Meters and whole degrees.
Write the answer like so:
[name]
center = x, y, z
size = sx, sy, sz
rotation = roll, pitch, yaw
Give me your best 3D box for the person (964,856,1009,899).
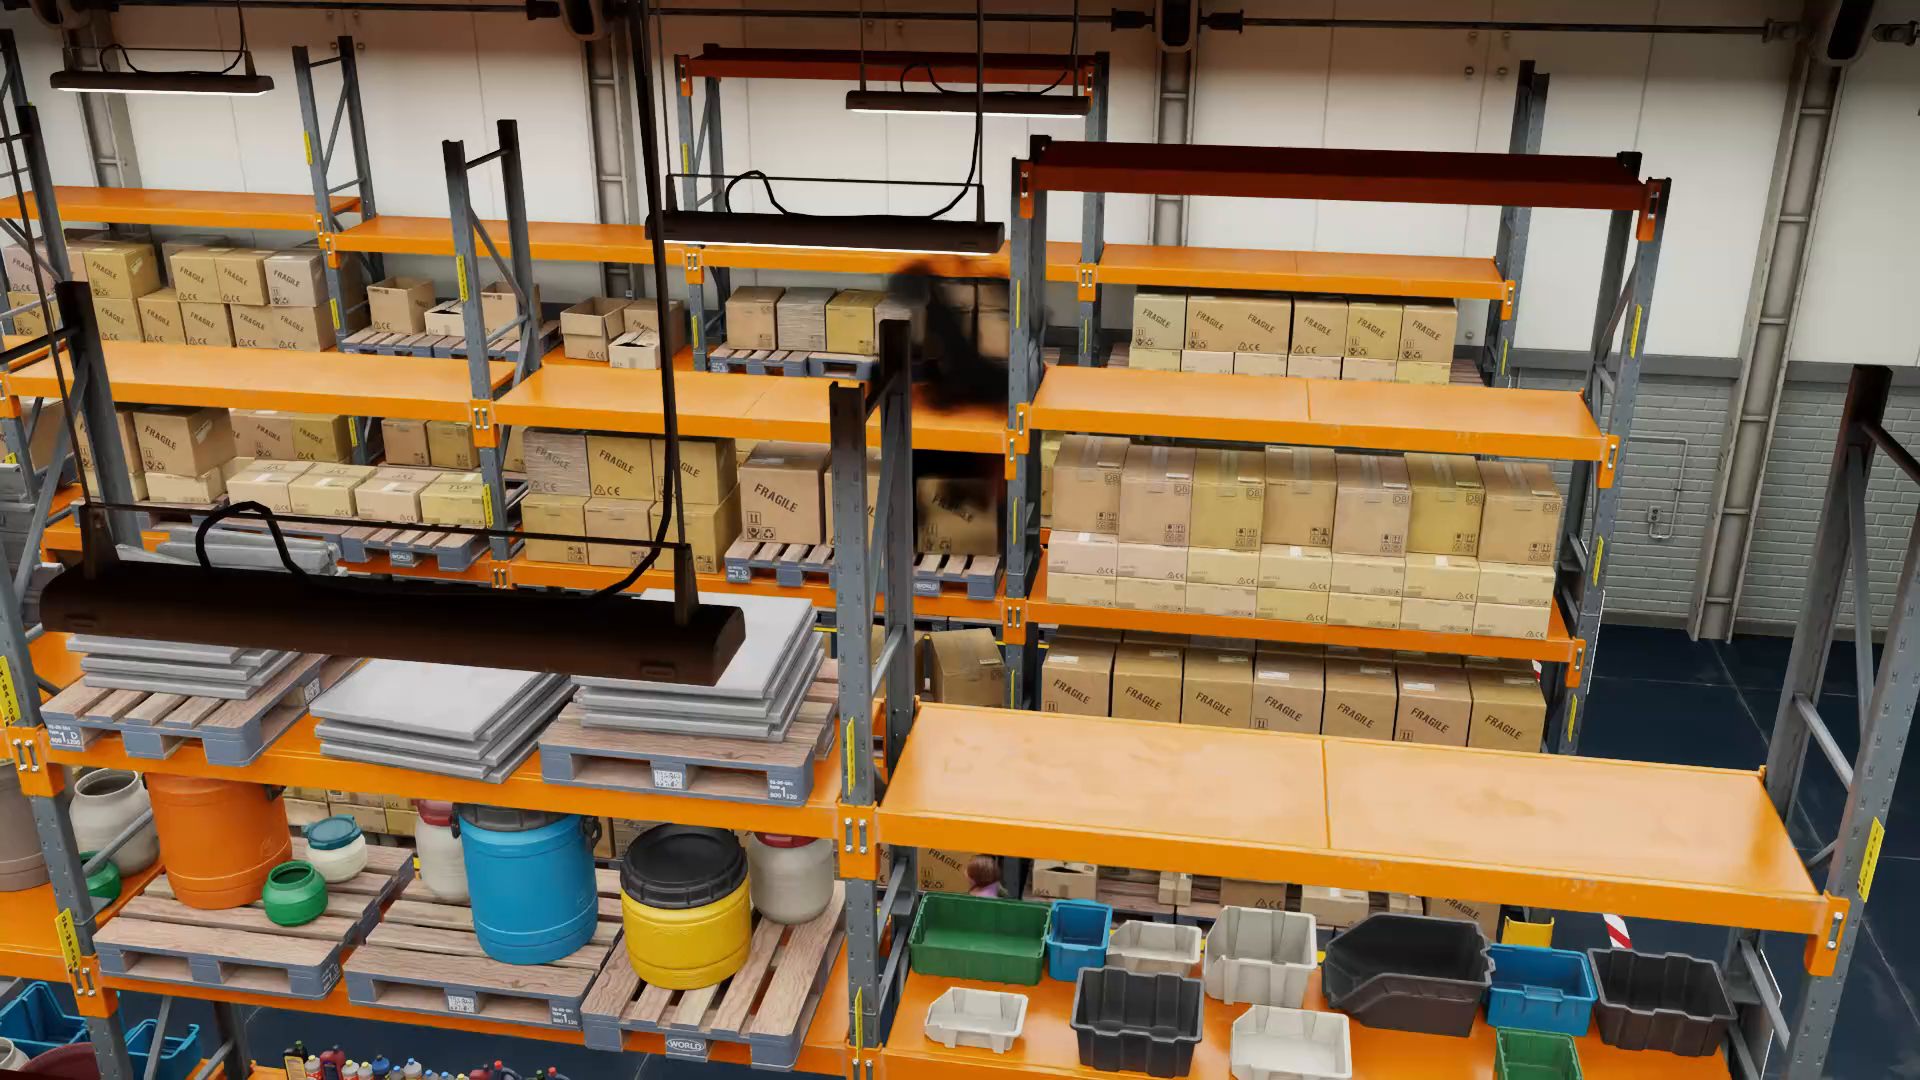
[person]
center = 0.087, 2.868, 11.628
size = 0.529, 1.543, 0.525
rotation = 0, 23, 1
